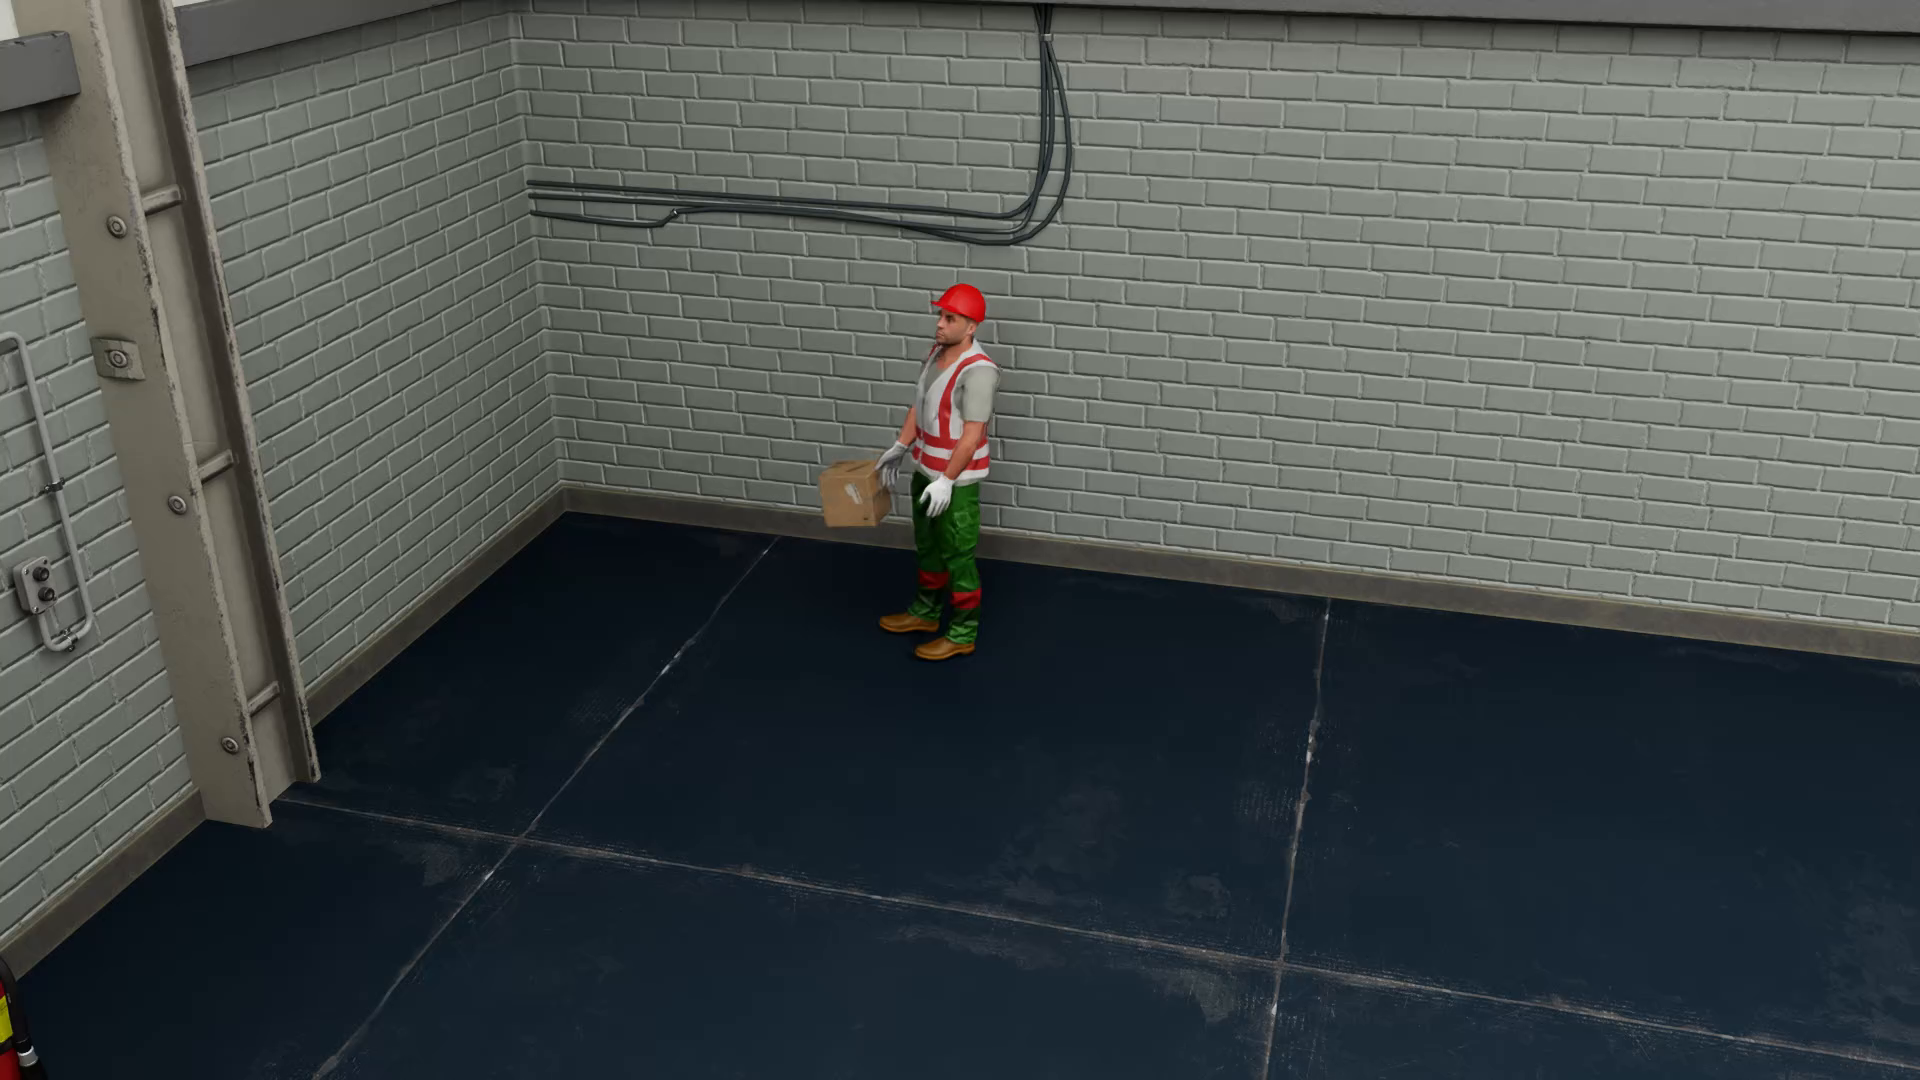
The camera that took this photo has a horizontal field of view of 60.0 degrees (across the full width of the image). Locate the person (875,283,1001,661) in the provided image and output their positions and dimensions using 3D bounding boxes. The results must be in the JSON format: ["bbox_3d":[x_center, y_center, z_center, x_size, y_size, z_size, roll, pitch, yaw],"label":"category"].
[{"bbox_3d":[-0.110,-0.307,7.700,0.463,1.794,0.591,-12,28,-24],"label":"person"}]
